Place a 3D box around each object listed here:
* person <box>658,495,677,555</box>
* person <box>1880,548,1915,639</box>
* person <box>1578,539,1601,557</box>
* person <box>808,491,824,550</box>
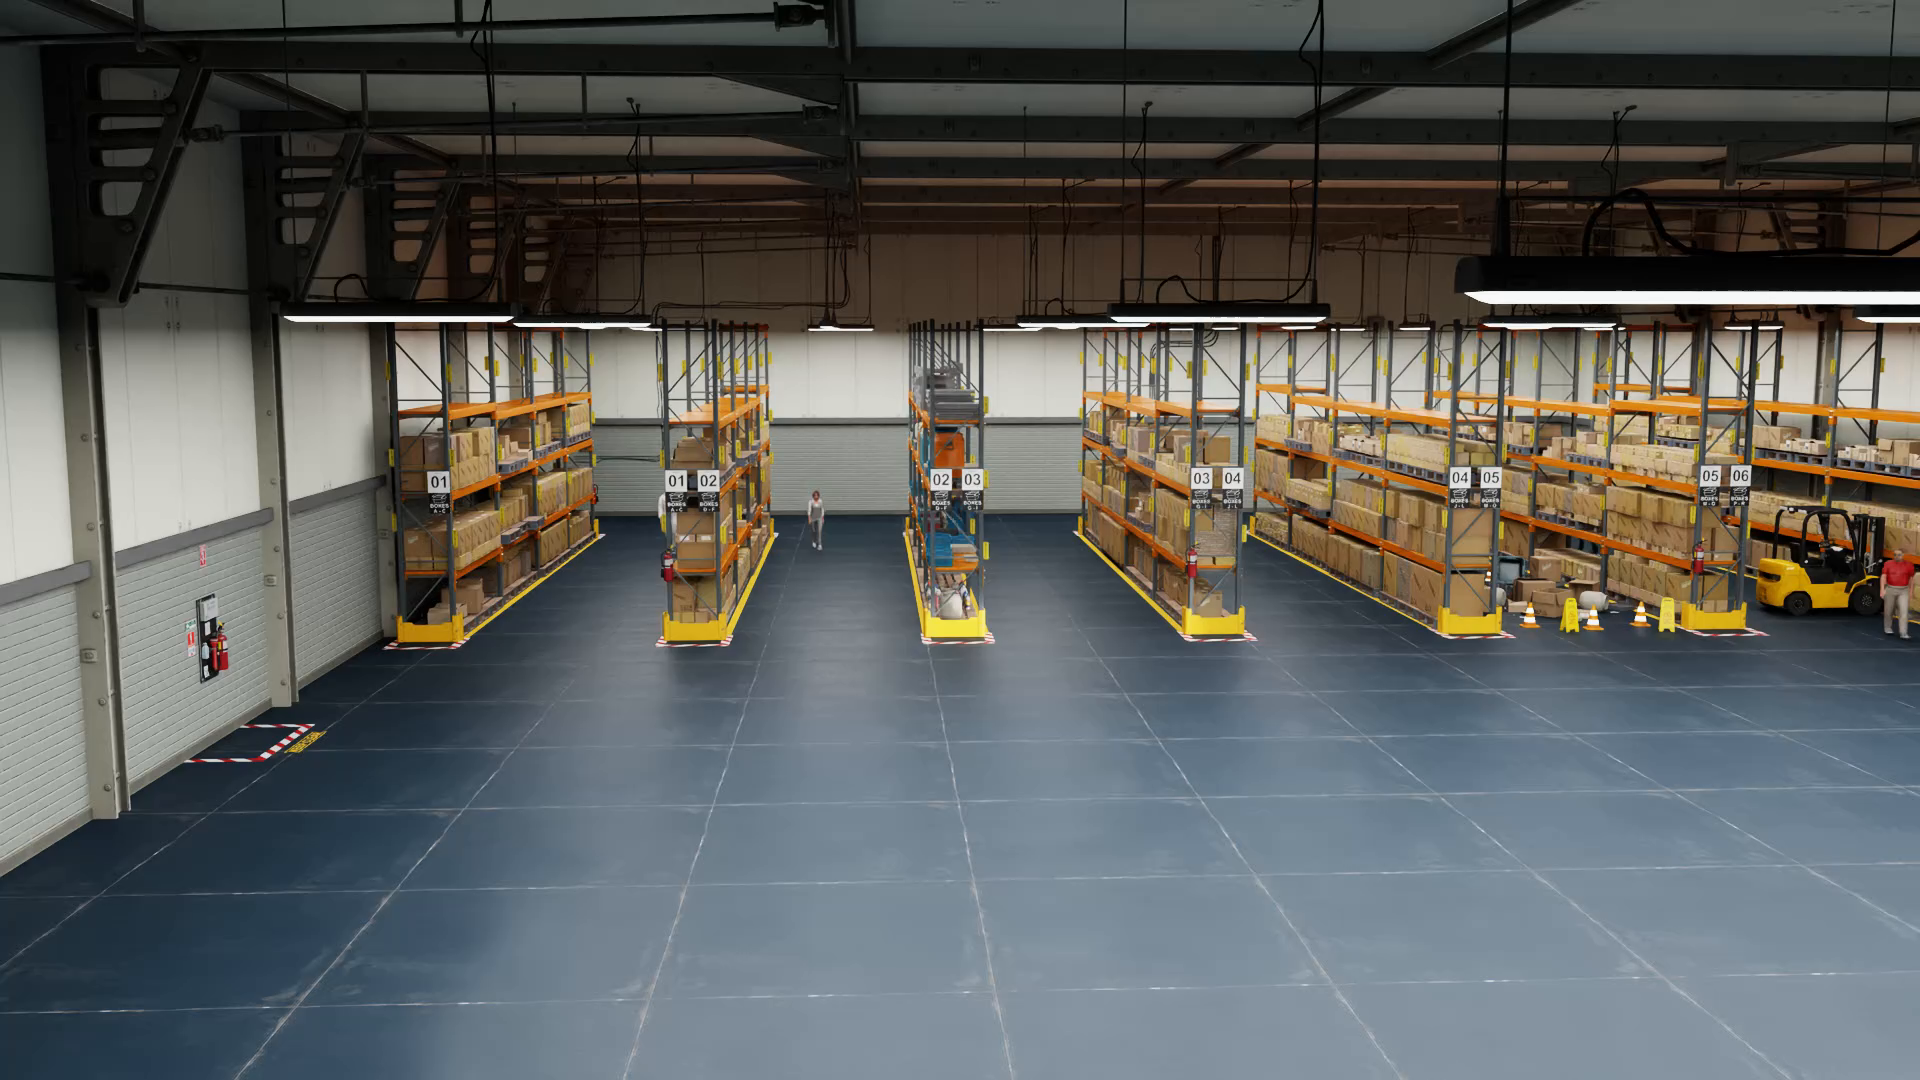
[{"bbox_3d":[-7.638,-0.439,43.748,0.572,1.605,0.932,-1,7,-7],"label":"person"},{"bbox_3d":[17.771,0.990,31.536,0.567,1.695,0.889,4,8,29],"label":"person"},{"bbox_3d":[16.191,-0.340,42.784,0.505,1.596,0.806,-1,7,-11],"label":"person"},{"bbox_3d":[-3.841,-0.547,44.387,0.448,1.536,0.952,-1,7,-7],"label":"person"}]
